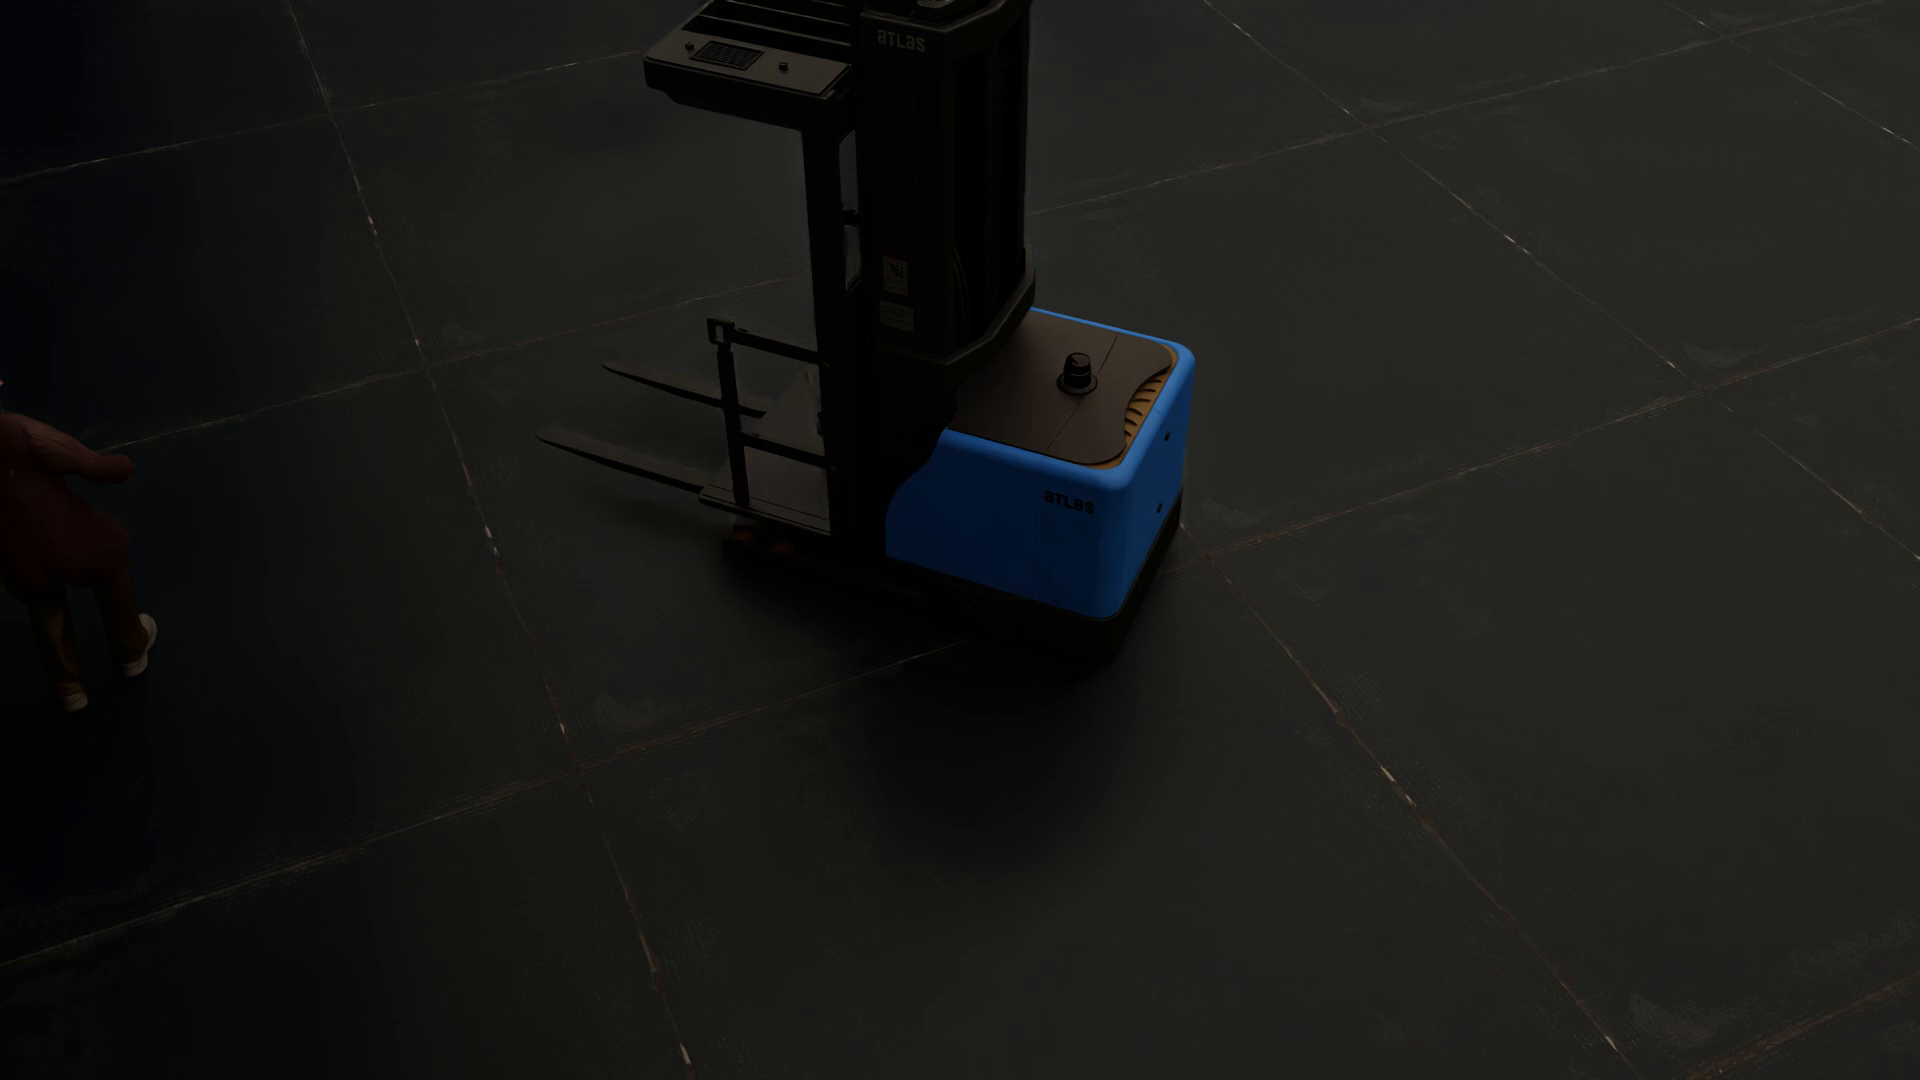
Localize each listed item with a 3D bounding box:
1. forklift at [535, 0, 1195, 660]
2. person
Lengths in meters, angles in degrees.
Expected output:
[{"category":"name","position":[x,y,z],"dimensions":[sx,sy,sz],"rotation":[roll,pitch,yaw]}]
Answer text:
[{"category":"forklift","position":[-0.540,-1.217,6.984],"dimensions":[3.031,2.935,1.130],"rotation":[16,45,17]},{"category":"person","position":[-3.696,-0.081,6.699],"dimensions":[0.829,1.731,0.644],"rotation":[-8,44,-9]}]
